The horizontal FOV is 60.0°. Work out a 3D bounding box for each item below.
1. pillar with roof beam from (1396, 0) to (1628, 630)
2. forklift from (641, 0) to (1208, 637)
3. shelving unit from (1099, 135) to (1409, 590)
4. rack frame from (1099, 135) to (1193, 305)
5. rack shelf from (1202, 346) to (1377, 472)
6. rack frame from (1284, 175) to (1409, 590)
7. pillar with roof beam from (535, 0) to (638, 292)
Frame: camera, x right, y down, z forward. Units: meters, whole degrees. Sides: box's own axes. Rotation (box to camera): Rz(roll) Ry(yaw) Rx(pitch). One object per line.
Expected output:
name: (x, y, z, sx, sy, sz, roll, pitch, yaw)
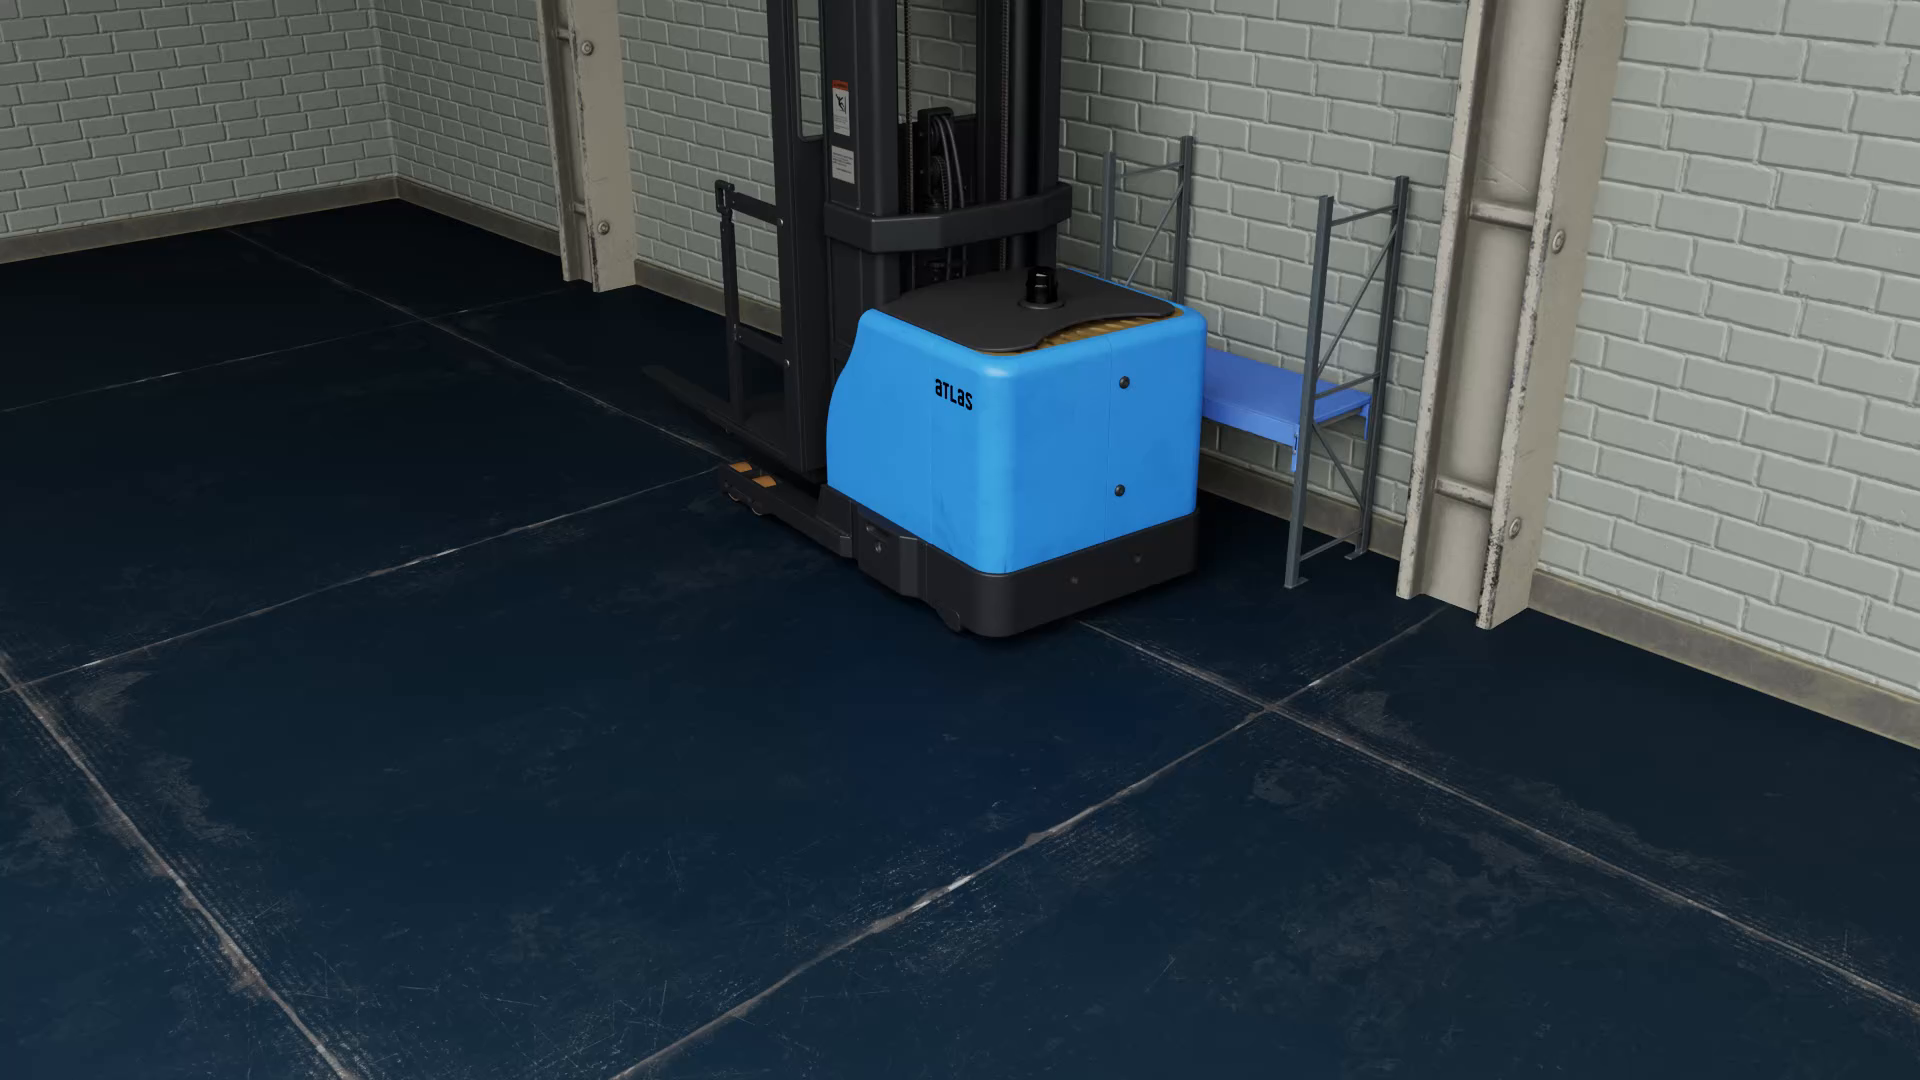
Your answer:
pillar with roof beam: (-1.249, -2.649, 1.715, 9.100, 9.000, 0.400, -21, 32, -38)
forklift: (-0.375, -1.543, 6.601, 1.130, 2.935, 3.031, -17, 30, -33)
shelving unit: (1.090, -0.724, 6.529, 0.538, 1.500, 1.048, -21, 32, -38)
rack frame: (0.746, -0.879, 6.870, 0.500, 1.500, 0.032, -21, 32, -38)
rack shelf: (1.090, -0.560, 6.604, 0.538, 0.185, 1.000, -21, 32, -38)
rack frame: (1.433, -0.568, 6.188, 0.500, 1.500, 0.032, -21, 32, -38)
pillar with roof beam: (-5.350, -4.467, 5.700, 9.100, 9.000, 0.400, -21, 32, -38)
